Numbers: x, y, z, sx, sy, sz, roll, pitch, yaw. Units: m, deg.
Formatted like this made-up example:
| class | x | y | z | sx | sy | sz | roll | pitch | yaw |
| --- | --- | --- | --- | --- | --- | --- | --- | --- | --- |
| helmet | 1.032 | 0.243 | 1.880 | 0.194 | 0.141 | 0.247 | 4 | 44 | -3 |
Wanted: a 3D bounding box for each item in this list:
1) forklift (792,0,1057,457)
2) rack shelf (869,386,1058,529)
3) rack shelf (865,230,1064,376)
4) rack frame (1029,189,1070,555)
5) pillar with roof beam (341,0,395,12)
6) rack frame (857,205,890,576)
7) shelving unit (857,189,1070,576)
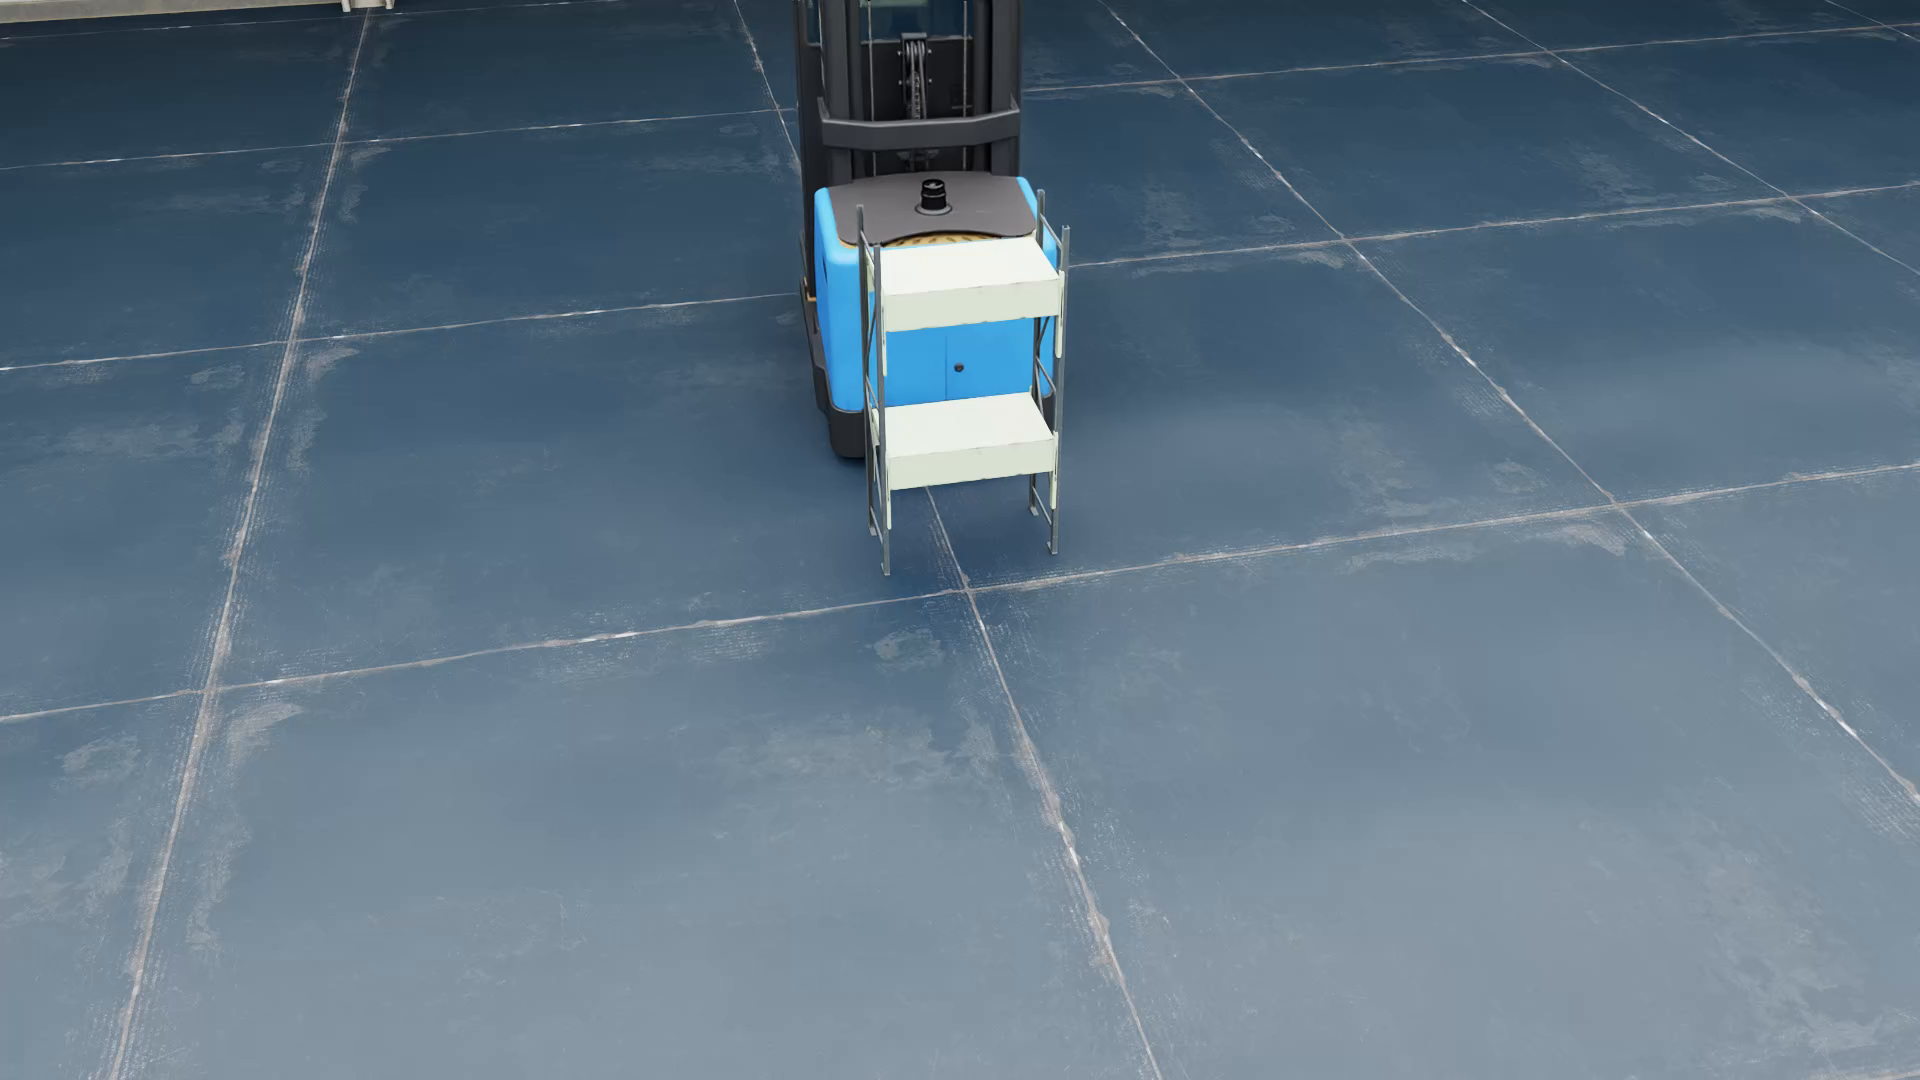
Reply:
| class | x | y | z | sx | sy | sz | roll | pitch | yaw |
| --- | --- | --- | --- | --- | --- | --- | --- | --- | --- |
| forklift | -0.283 | -2.408 | 8.208 | 1.130 | 2.935 | 3.031 | -5 | 34 | -7 |
| rack shelf | 0.007 | -0.353 | 7.015 | 0.720 | 0.370 | 0.431 | -7 | 35 | -11 |
| rack shelf | 0.007 | -0.948 | 6.616 | 0.720 | 0.370 | 0.431 | -7 | 35 | -11 |
| rack frame | 0.363 | -0.669 | 6.900 | 0.023 | 1.500 | 0.400 | -7 | 35 | -11 |
| pillar with roof beam | -4.000 | -5.881 | 7.938 | 0.400 | 9.000 | 9.100 | -7 | 35 | -11 |
| rack frame | -0.350 | -0.579 | 6.766 | 0.023 | 1.500 | 0.400 | -7 | 35 | -11 |
| shelving unit | 0.007 | -0.624 | 6.833 | 0.755 | 1.500 | 0.431 | -7 | 35 | -11 |
